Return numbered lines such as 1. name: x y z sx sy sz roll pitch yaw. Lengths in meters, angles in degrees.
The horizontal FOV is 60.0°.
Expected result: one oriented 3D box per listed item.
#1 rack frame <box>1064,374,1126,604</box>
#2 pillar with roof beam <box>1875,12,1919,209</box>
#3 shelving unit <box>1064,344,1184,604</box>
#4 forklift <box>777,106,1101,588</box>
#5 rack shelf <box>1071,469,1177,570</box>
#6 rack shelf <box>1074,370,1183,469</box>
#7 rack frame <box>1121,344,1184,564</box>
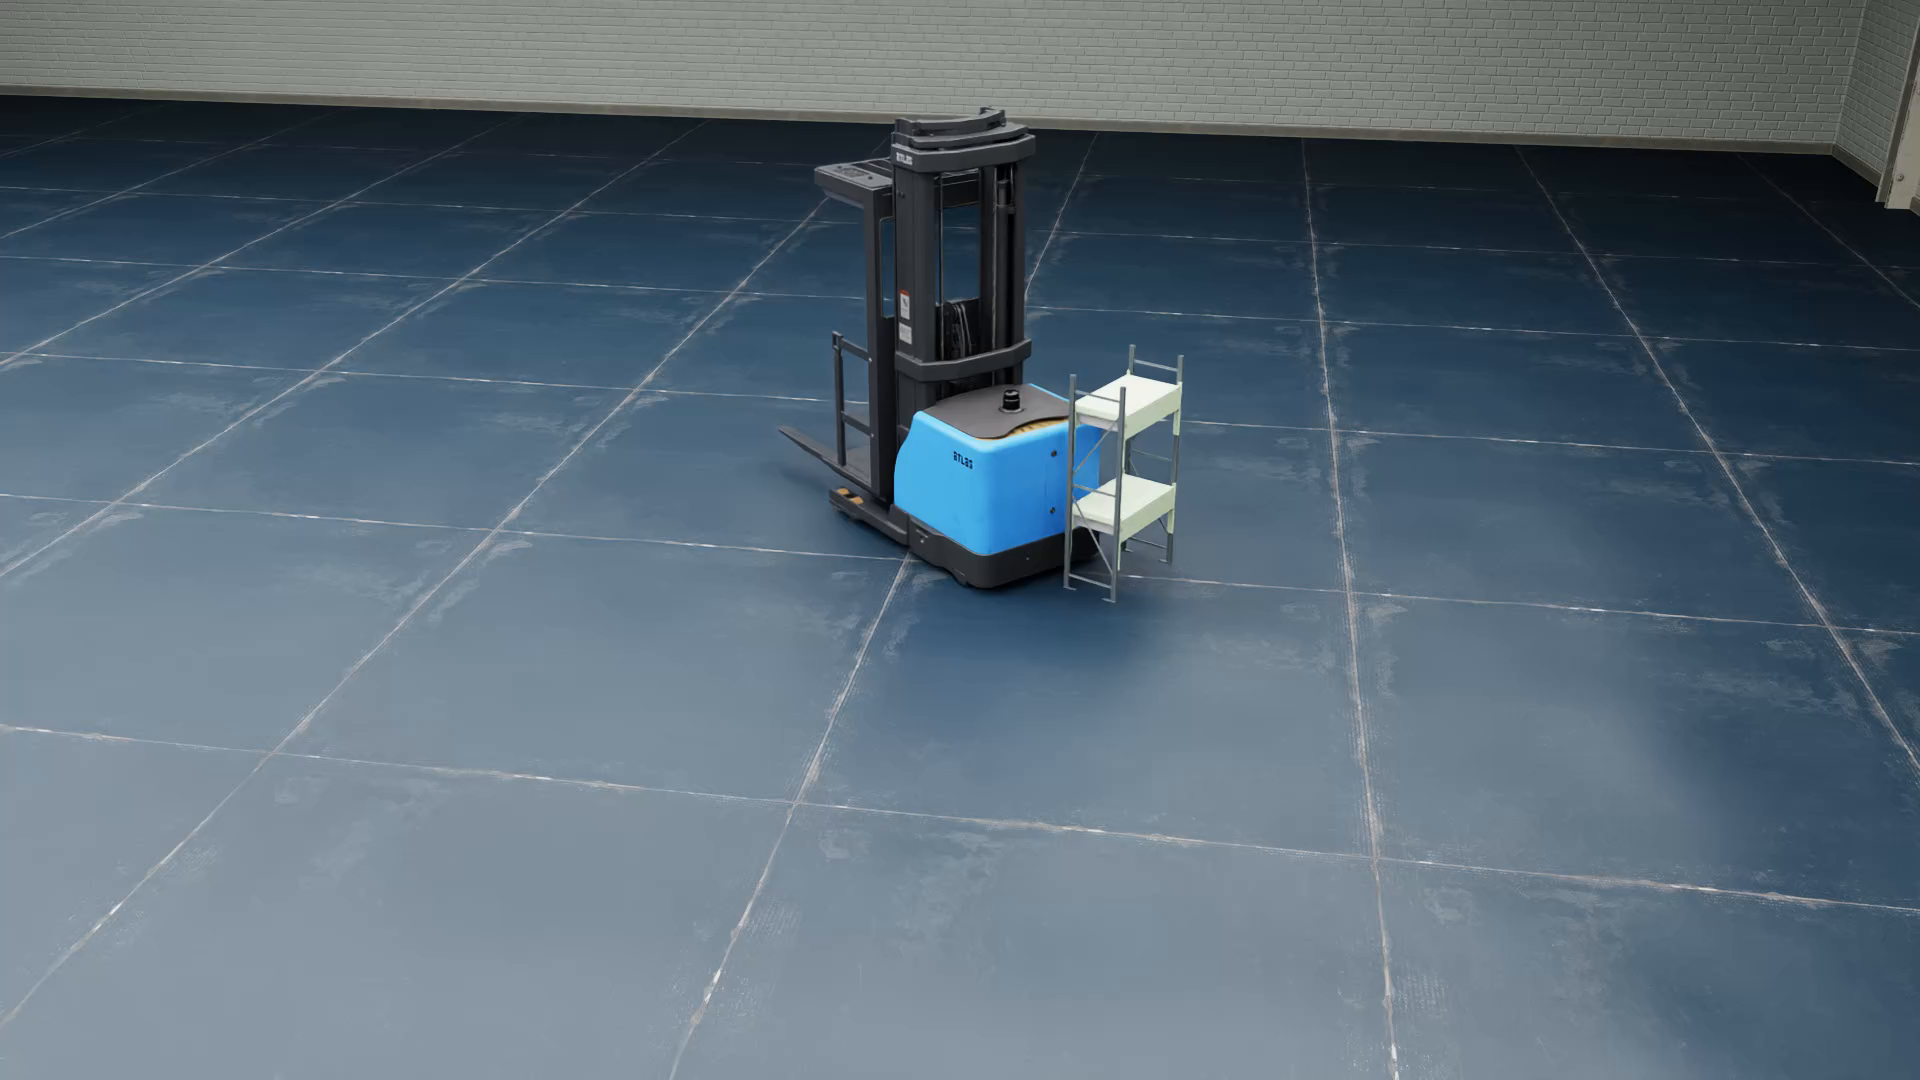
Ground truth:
1. rack frame: 0.861 -0.313 10.694 0.400 1.500 0.023 17 30 32
2. pillar with roof beam: 7.381 -8.548 19.442 9.100 9.000 0.400 4 25 9
3. shelving unit: 1.076 -0.439 10.962 0.431 1.500 0.755 17 30 32
4. forklift: -0.303 -1.579 11.711 1.130 2.935 3.031 -17 30 -32
5. rack shelf: 1.076 -0.144 11.101 0.431 0.370 0.720 17 30 32
6. rack shelf: 1.076 -0.792 10.797 0.431 0.370 0.720 17 30 32
7. rack frame: 1.291 -0.564 11.230 0.400 1.500 0.023 17 30 32
